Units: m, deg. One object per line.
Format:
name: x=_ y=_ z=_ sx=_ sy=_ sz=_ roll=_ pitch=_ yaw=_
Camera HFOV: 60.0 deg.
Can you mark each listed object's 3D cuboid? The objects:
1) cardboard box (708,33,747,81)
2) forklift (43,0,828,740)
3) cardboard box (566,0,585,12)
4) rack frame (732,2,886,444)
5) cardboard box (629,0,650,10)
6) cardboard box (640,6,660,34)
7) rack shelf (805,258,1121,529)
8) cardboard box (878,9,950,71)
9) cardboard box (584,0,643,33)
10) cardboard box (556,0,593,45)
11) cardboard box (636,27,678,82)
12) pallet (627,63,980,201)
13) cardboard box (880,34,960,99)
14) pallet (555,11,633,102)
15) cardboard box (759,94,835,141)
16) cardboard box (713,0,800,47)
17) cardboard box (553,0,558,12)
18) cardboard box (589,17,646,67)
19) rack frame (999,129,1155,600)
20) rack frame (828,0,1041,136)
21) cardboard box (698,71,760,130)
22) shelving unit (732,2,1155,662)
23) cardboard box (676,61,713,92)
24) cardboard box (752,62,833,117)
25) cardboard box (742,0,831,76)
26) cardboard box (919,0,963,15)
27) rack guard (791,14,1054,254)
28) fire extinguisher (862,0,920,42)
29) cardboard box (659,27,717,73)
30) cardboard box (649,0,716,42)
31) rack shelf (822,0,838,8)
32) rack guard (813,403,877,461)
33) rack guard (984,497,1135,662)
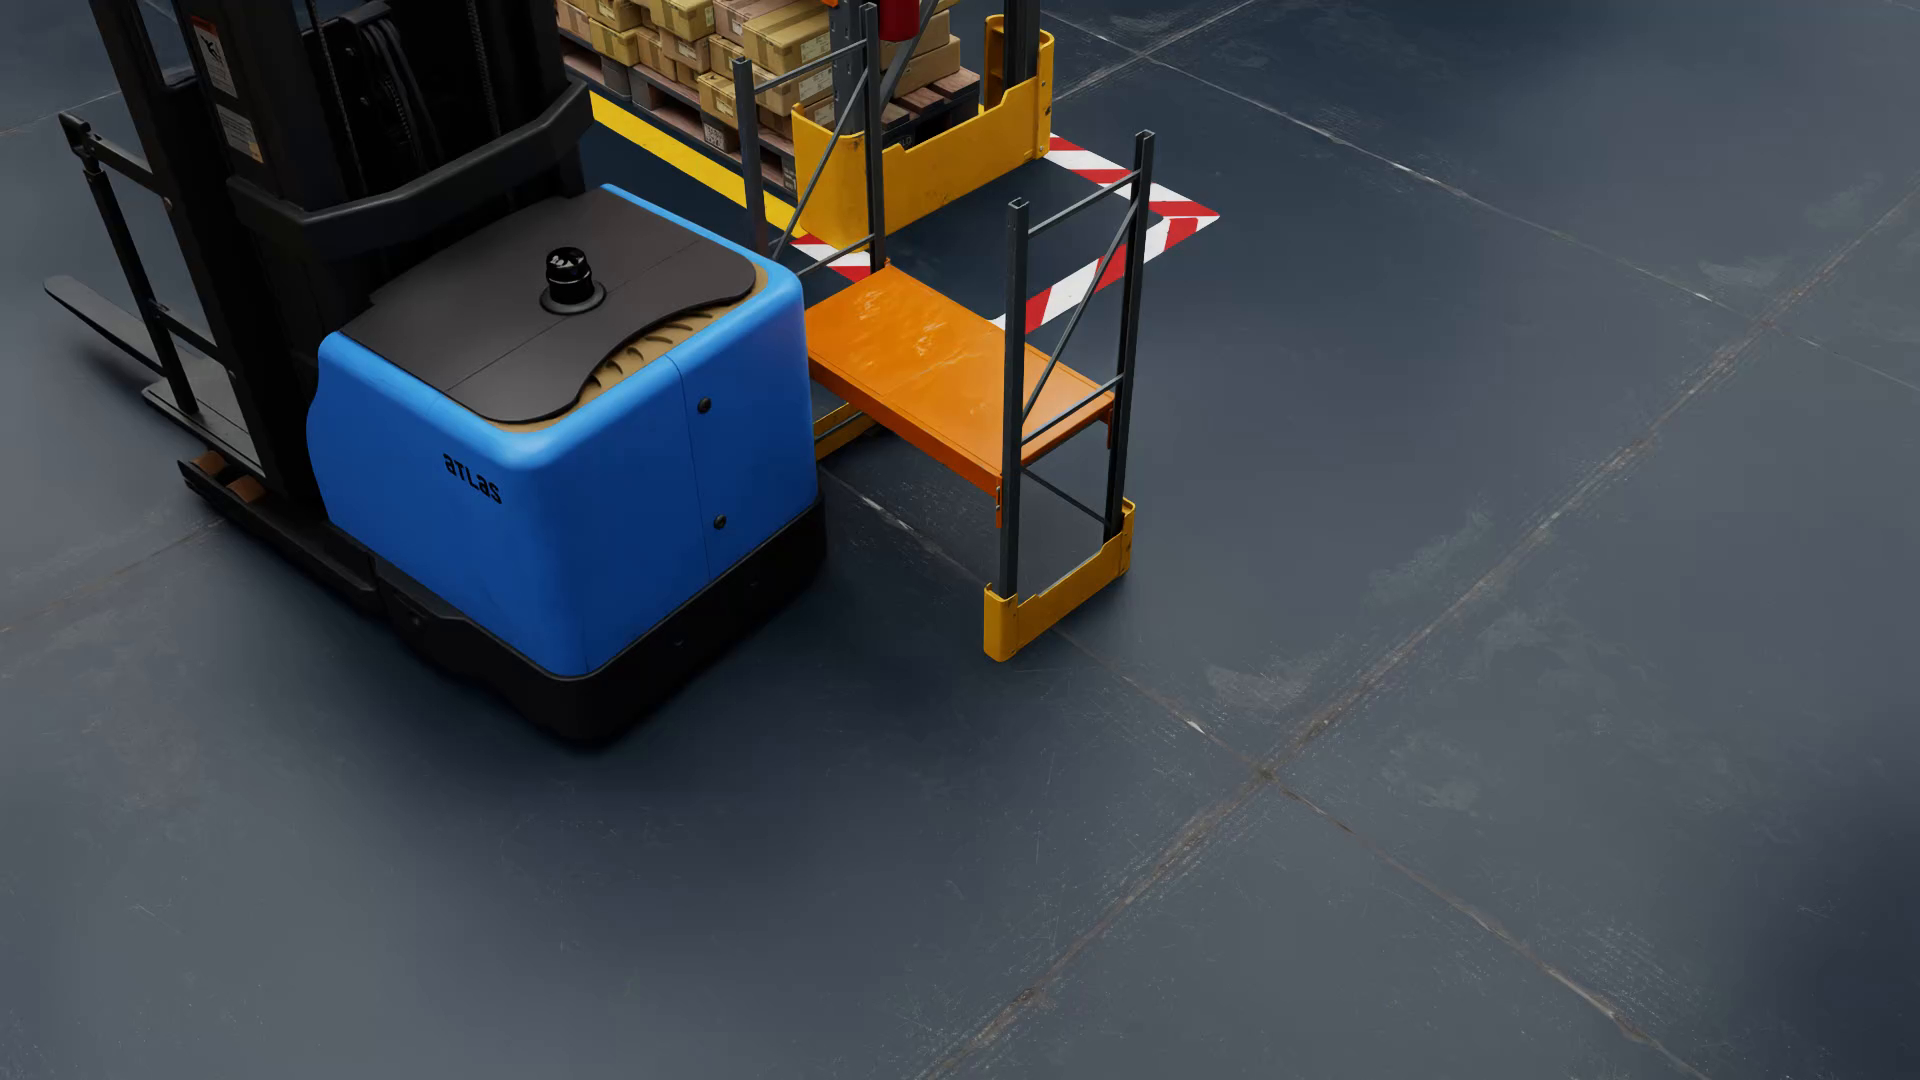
cardboard box: x=-0.796 y=-2.006 z=6.783 sx=0.250 sy=0.149 sz=0.380 roll=33 pitch=52 yaw=31
forklift: x=-1.873 y=-1.366 z=4.569 sx=3.031 sy=2.935 sz=1.130 roll=28 pitch=50 yaw=27
cardboard box: x=-1.561 y=-2.478 z=7.294 sx=0.380 sy=0.149 sz=0.250 roll=-31 pitch=51 yaw=-29
rack frame: x=-0.419 y=-0.836 z=5.050 sx=0.500 sy=1.500 sz=0.032 roll=-34 pitch=53 yaw=-31
cardboard box: x=-1.176 y=-2.347 z=6.932 sx=0.250 sy=0.149 sz=0.380 roll=32 pitch=52 yaw=30
cardboard box: x=-1.135 y=-2.282 z=7.081 sx=0.250 sy=0.149 sz=0.380 roll=34 pitch=52 yaw=31
rack shelf: x=-0.060 y=-0.460 z=4.907 sx=0.538 sy=0.185 sz=1.000 roll=-34 pitch=53 yaw=-31
cardboard box: x=-0.263 y=-2.113 z=6.898 sx=0.380 sy=0.149 sz=0.250 roll=-32 pitch=51 yaw=-30
cardboard box: x=-1.393 y=-2.346 z=7.151 sx=0.380 sy=0.149 sz=0.250 roll=-33 pitch=52 yaw=-31
cardboard box: x=-1.560 y=-2.371 z=7.397 sx=0.380 sy=0.149 sz=0.250 roll=-33 pitch=52 yaw=-31
cardboard box: x=-1.157 y=-2.137 z=7.144 sx=0.380 sy=0.149 sz=0.250 roll=-34 pitch=52 yaw=-31
pallet: x=-0.678 y=-1.941 z=7.195 sx=1.003 sy=0.211 sz=1.213 roll=-34 pitch=53 yaw=-31
cardboard box: x=-0.219 y=-2.034 z=7.032 sx=0.380 sy=0.149 sz=0.250 roll=-33 pitch=52 yaw=-31
pallet: x=-1.535 y=-2.527 z=7.829 sx=1.003 sy=0.211 sz=1.213 roll=-34 pitch=53 yaw=-31
cardboard box: x=-0.595 y=-1.782 z=6.759 sx=0.380 sy=0.149 sz=0.250 roll=-33 pitch=52 yaw=-31
cardboard box: x=-0.765 y=-2.128 z=6.696 sx=0.380 sy=0.149 sz=0.250 roll=-33 pitch=52 yaw=-31
cardboard box: x=-1.686 y=-2.528 z=7.567 sx=0.380 sy=0.149 sz=0.250 roll=-33 pitch=52 yaw=-30
cardboard box: x=-1.382 y=-2.230 z=7.244 sx=0.250 sy=0.149 sz=0.380 roll=32 pitch=51 yaw=30
rack frame: x=0.299 y=-0.348 z=4.521 sx=0.500 sy=1.500 sz=0.032 roll=-34 pitch=53 yaw=-31
rack frame: x=-0.075 y=-2.521 z=5.768 sx=1.000 sy=3.000 sz=0.127 roll=-34 pitch=53 yaw=-31
cardboard box: x=-0.848 y=-1.857 z=6.840 sx=0.380 sy=0.149 sz=0.250 roll=-32 pitch=52 yaw=-30
shelving unit: x=-0.054 y=-0.587 z=4.781 sx=0.587 sy=1.500 sz=1.083 roll=-34 pitch=53 yaw=-31
cardboard box: x=-0.973 y=-2.025 z=7.022 sx=0.250 sy=0.149 sz=0.380 roll=34 pitch=52 yaw=31
cardboard box: x=-0.650 y=-1.855 z=6.619 sx=0.250 sy=0.149 sz=0.380 roll=33 pitch=52 yaw=30
cardboard box: x=-0.628 y=-1.980 z=6.535 sx=0.380 sy=0.149 sz=0.250 roll=-33 pitch=52 yaw=-31
cardboard box: x=-0.205 y=-2.262 z=6.840 sx=0.250 sy=0.149 sz=0.380 roll=32 pitch=51 yaw=30
rack guard: x=-0.129 y=-1.640 z=6.656 sx=1.175 sy=0.500 sz=0.348 roll=-34 pitch=53 yaw=-31
fire extinguisher: x=-0.224 y=-2.014 z=5.551 sx=0.296 sy=0.674 sz=0.183 roll=-34 pitch=53 yaw=-31
cardboard box: x=-1.018 y=-2.103 z=6.888 sx=0.250 sy=0.149 sz=0.380 roll=32 pitch=52 yaw=30
cardboard box: x=-1.038 y=-2.192 z=6.765 sx=0.250 sy=0.149 sz=0.380 roll=33 pitch=52 yaw=31
rack shelf: x=-1.488 y=-3.218 z=7.053 sx=1.077 sy=0.370 sz=4.000 roll=-34 pitch=53 yaw=-31
rack guard: x=-0.406 y=-0.368 z=5.464 sx=0.587 sy=0.250 sz=0.087 roll=-34 pitch=53 yaw=-31
rack guard: x=0.298 y=0.111 z=4.946 sx=0.587 sy=0.250 sz=0.087 roll=-34 pitch=53 yaw=-31
